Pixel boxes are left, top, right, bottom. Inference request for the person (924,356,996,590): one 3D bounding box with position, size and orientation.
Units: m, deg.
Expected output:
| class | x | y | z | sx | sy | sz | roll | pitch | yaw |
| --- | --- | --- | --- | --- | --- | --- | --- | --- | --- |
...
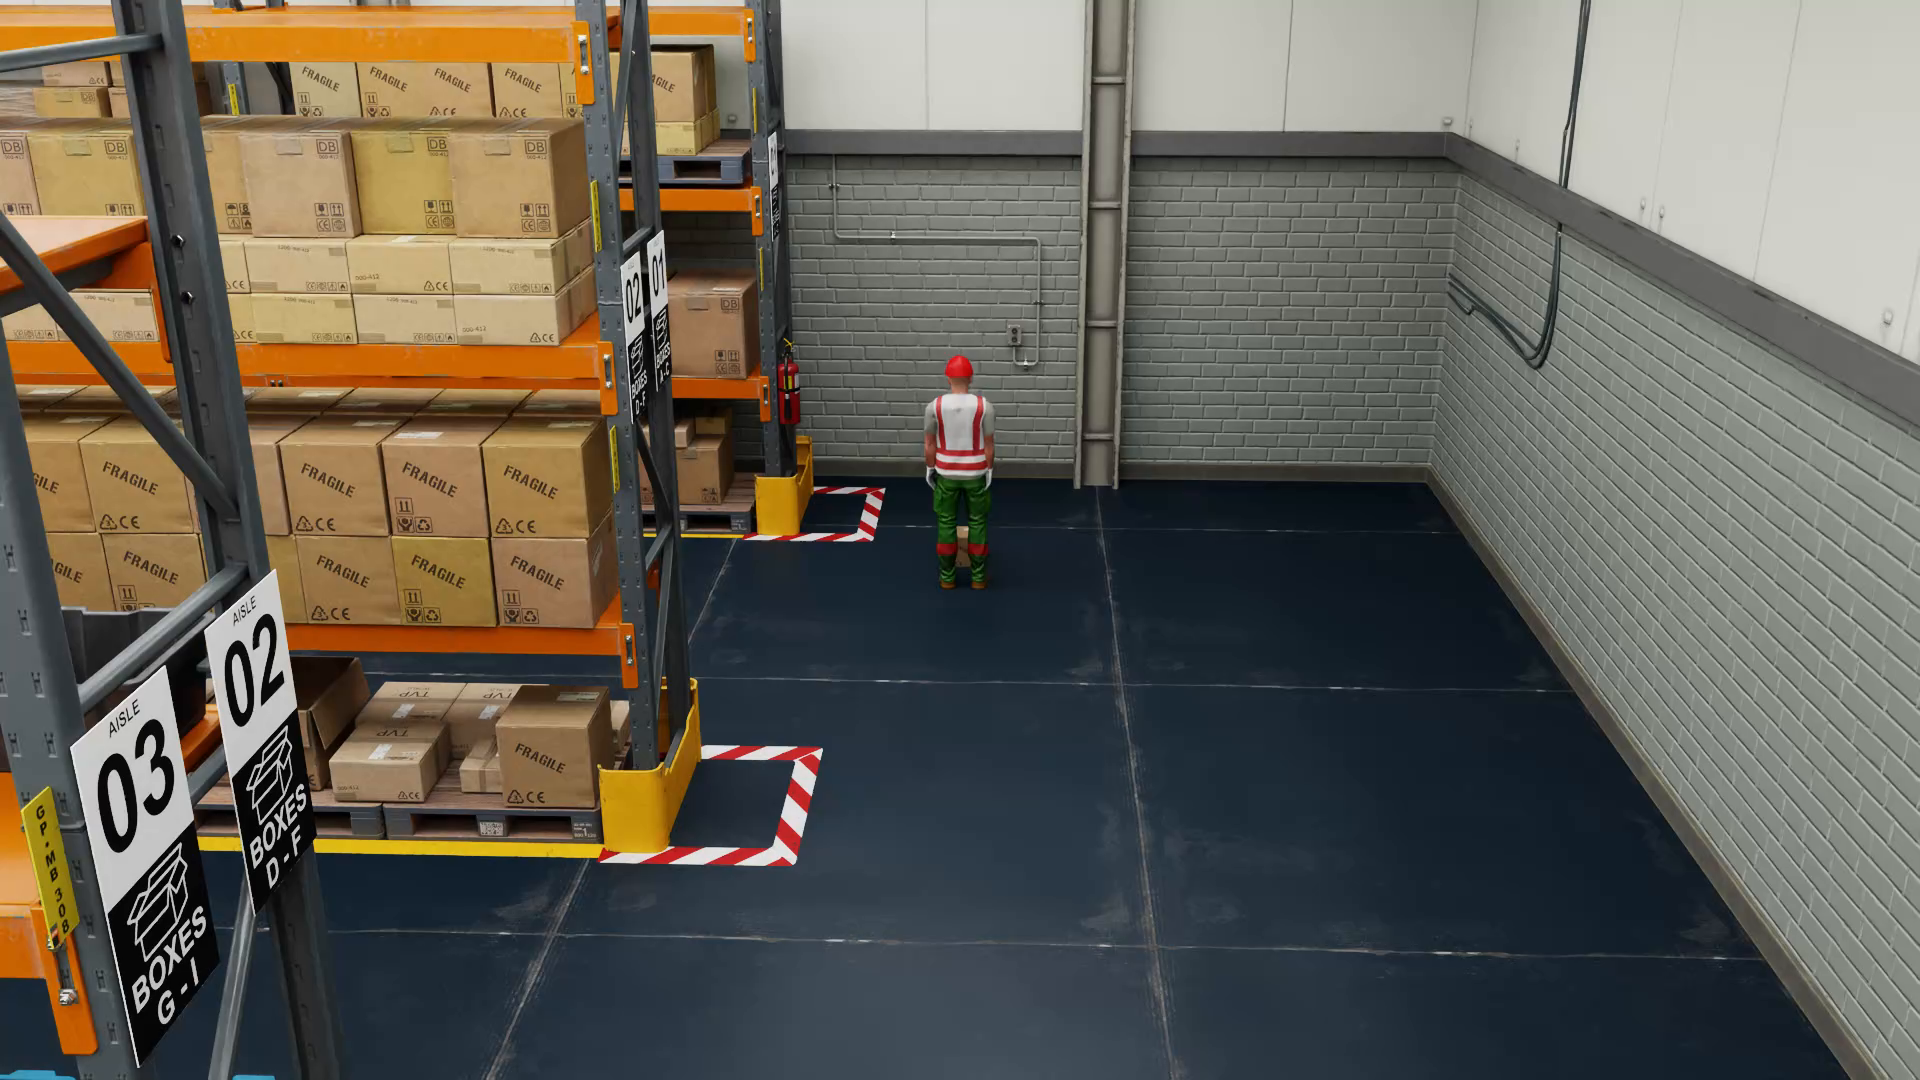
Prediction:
| class | x | y | z | sx | sy | sz | roll | pitch | yaw |
| --- | --- | --- | --- | --- | --- | --- | --- | --- | --- |
| person | 0.000 | -0.497 | 12.379 | 0.527 | 1.779 | 0.347 | 1 | 21 | 3 |
